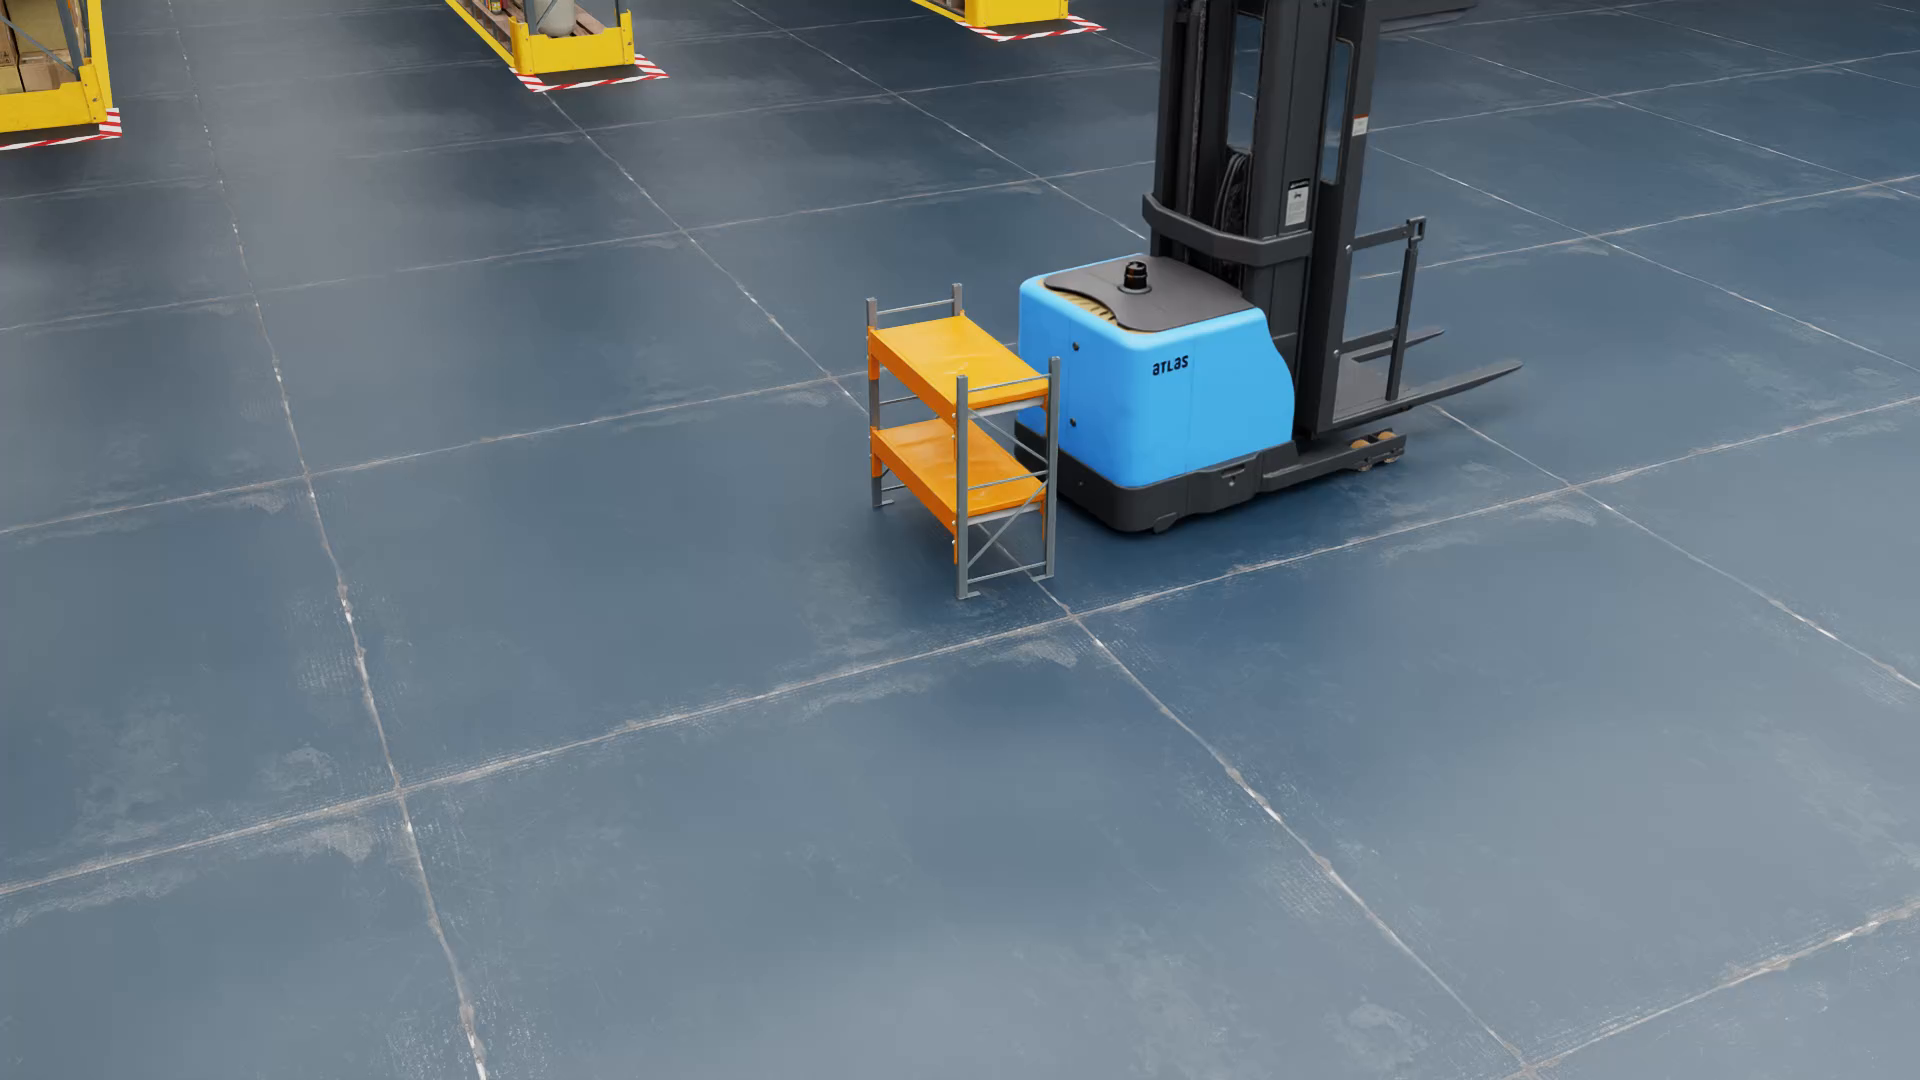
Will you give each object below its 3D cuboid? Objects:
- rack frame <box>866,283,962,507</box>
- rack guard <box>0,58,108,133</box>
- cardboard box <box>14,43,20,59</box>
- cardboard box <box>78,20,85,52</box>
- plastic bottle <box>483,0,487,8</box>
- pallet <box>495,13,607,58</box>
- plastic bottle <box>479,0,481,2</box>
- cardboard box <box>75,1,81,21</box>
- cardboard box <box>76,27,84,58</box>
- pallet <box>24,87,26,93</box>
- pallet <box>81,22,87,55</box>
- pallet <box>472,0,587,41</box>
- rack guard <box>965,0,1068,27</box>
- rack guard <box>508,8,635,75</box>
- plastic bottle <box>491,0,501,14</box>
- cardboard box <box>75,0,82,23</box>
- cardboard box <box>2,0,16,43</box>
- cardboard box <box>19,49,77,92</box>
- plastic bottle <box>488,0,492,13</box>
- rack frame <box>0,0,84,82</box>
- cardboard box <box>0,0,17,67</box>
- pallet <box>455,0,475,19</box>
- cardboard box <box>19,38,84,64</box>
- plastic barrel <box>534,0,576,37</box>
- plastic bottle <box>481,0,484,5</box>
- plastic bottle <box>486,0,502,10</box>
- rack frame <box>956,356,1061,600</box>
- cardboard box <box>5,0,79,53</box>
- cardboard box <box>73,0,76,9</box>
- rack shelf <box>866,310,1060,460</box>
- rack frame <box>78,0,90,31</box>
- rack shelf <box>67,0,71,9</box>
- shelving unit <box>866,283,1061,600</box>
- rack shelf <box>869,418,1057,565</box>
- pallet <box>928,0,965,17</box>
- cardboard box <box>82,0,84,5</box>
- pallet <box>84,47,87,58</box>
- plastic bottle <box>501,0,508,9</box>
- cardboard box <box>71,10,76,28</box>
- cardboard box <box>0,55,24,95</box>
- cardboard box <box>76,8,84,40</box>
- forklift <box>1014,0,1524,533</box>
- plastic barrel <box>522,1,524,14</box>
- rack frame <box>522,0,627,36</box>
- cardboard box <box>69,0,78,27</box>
[{"bbox_3d":[-0.221,-0.718,8.381,0.500,1.125,0.032,-13,32,-22],"label":"rack frame"},{"bbox_3d":[-8.271,-3.934,14.755,1.175,0.500,0.348,-13,32,-22],"label":"rack guard"},{"bbox_3d":[-9.004,-4.412,15.434,0.500,0.250,0.500,-13,32,-22],"label":"cardboard box"},{"bbox_3d":[-8.953,-4.966,16.421,0.500,0.250,0.500,-13,32,-22],"label":"cardboard box"},{"bbox_3d":[-5.134,-5.975,18.174,0.152,0.276,0.135,-14,32,-23],"label":"plastic bottle"},{"bbox_3d":[-4.225,-5.241,17.381,1.003,0.211,1.213,-13,32,-22],"label":"pallet"},{"bbox_3d":[-5.288,-6.162,18.431,0.144,0.351,0.185,-13,32,-22],"label":"plastic bottle"},{"bbox_3d":[-9.397,-5.404,17.203,0.500,0.250,0.500,-13,32,-22],"label":"cardboard box"},{"bbox_3d":[-8.743,-4.744,16.025,0.500,0.250,0.500,-13,32,-22],"label":"cardboard box"},{"bbox_3d":[-8.648,-4.148,15.432,1.003,0.211,1.213,-13,32,-22],"label":"pallet"},{"bbox_3d":[-9.695,-5.226,17.354,1.003,0.211,1.213,-13,32,-22],"label":"pallet"},{"bbox_3d":[-4.745,-5.779,18.341,1.003,0.211,1.213,-13,32,-22],"label":"pallet"},{"bbox_3d":[0.634,-6.057,18.540,1.175,0.500,0.348,-13,32,-22],"label":"rack guard"},{"bbox_3d":[-3.881,-5.007,16.668,1.175,0.500,0.348,-13,32,-22],"label":"rack guard"},{"bbox_3d":[-4.991,-5.764,17.874,0.097,0.201,0.097,0,29,0],"label":"plastic bottle"},{"bbox_3d":[-9.602,-5.627,17.600,0.500,0.250,0.500,-13,32,-22],"label":"cardboard box"},{"bbox_3d":[-9.223,-4.959,15.642,0.500,0.500,0.500,-13,32,-22],"label":"cardboard box"},{"bbox_3d":[-8.311,-4.303,15.238,0.500,0.250,0.500,-13,32,-22],"label":"cardboard box"},{"bbox_3d":[-5.057,-5.848,17.939,0.061,0.283,0.133,-12,32,-21],"label":"plastic bottle"},{"bbox_3d":[-8.282,-5.035,14.163,1.000,3.000,0.127,-13,32,-22],"label":"rack frame"},{"bbox_3d":[-8.781,-4.521,14.860,0.500,0.500,0.500,-13,32,-22],"label":"cardboard box"},{"bbox_3d":[-5.273,-6.319,19.303,1.003,0.211,1.213,-13,32,-22],"label":"pallet"},{"bbox_3d":[-8.529,-4.523,15.631,0.500,0.250,0.500,-13,32,-22],"label":"cardboard box"},{"bbox_3d":[-4.158,-5.446,17.010,0.421,0.512,0.421,0,29,0],"label":"plastic barrel"},{"bbox_3d":[-5.208,-6.080,18.285,0.144,0.351,0.185,-12,31,-20],"label":"plastic bottle"},{"bbox_3d":[-5.074,-5.914,18.065,0.152,0.276,0.135,-13,32,-22],"label":"plastic bottle"},{"bbox_3d":[0.215,-0.269,7.580,0.500,1.125,0.032,-13,32,-22],"label":"rack frame"},{"bbox_3d":[-8.527,-4.850,15.448,0.500,0.500,0.500,-13,32,-22],"label":"cardboard box"},{"bbox_3d":[-9.180,-5.511,16.626,0.500,0.500,0.500,-13,32,-22],"label":"cardboard box"},{"bbox_3d":[-0.003,-0.749,7.837,0.538,0.278,1.000,-13,32,-22],"label":"rack shelf"},{"bbox_3d":[-9.999,-6.802,17.314,1.000,3.000,0.127,-13,32,-22],"label":"rack frame"},{"bbox_3d":[-9.140,-5.605,15.914,1.077,0.370,4.000,-13,32,-22],"label":"rack shelf"},{"bbox_3d":[-0.003,-0.494,7.980,0.538,1.125,1.048,-13,32,-22],"label":"shelving unit"},{"bbox_3d":[-0.003,-0.280,8.100,0.538,0.278,1.000,-13,32,-22],"label":"rack shelf"},{"bbox_3d":[0.318,-6.297,19.264,1.003,0.211,1.213,-13,32,-22],"label":"pallet"},{"bbox_3d":[-9.948,-6.016,18.294,0.500,0.250,0.500,-14,32,-23],"label":"cardboard box"},{"bbox_3d":[-9.168,-4.686,16.391,1.003,0.211,1.213,-13,32,-22],"label":"pallet"},{"bbox_3d":[-4.978,-5.940,18.103,0.061,0.283,0.133,-13,32,-22],"label":"plastic bottle"},{"bbox_3d":[-8.754,-5.068,15.837,0.500,0.500,0.500,-13,32,-22],"label":"cardboard box"},{"bbox_3d":[-8.779,-4.194,15.044,0.500,0.250,0.500,-13,32,-22],"label":"cardboard box"},{"bbox_3d":[-9.169,-5.186,16.814,0.500,0.250,0.500,-13,32,-22],"label":"cardboard box"},{"bbox_3d":[1.807,-1.846,8.545,3.031,2.935,1.130,-17,34,-28],"label":"forklift"},{"bbox_3d":[-4.373,-5.668,17.405,0.421,0.512,0.421,0,29,0],"label":"plastic barrel"},{"bbox_3d":[-3.806,-6.074,16.015,1.000,3.000,0.127,-13,32,-22],"label":"rack frame"},{"bbox_3d":[-8.952,-5.293,16.238,0.500,0.500,0.500,-13,32,-22],"label":"cardboard box"}]
